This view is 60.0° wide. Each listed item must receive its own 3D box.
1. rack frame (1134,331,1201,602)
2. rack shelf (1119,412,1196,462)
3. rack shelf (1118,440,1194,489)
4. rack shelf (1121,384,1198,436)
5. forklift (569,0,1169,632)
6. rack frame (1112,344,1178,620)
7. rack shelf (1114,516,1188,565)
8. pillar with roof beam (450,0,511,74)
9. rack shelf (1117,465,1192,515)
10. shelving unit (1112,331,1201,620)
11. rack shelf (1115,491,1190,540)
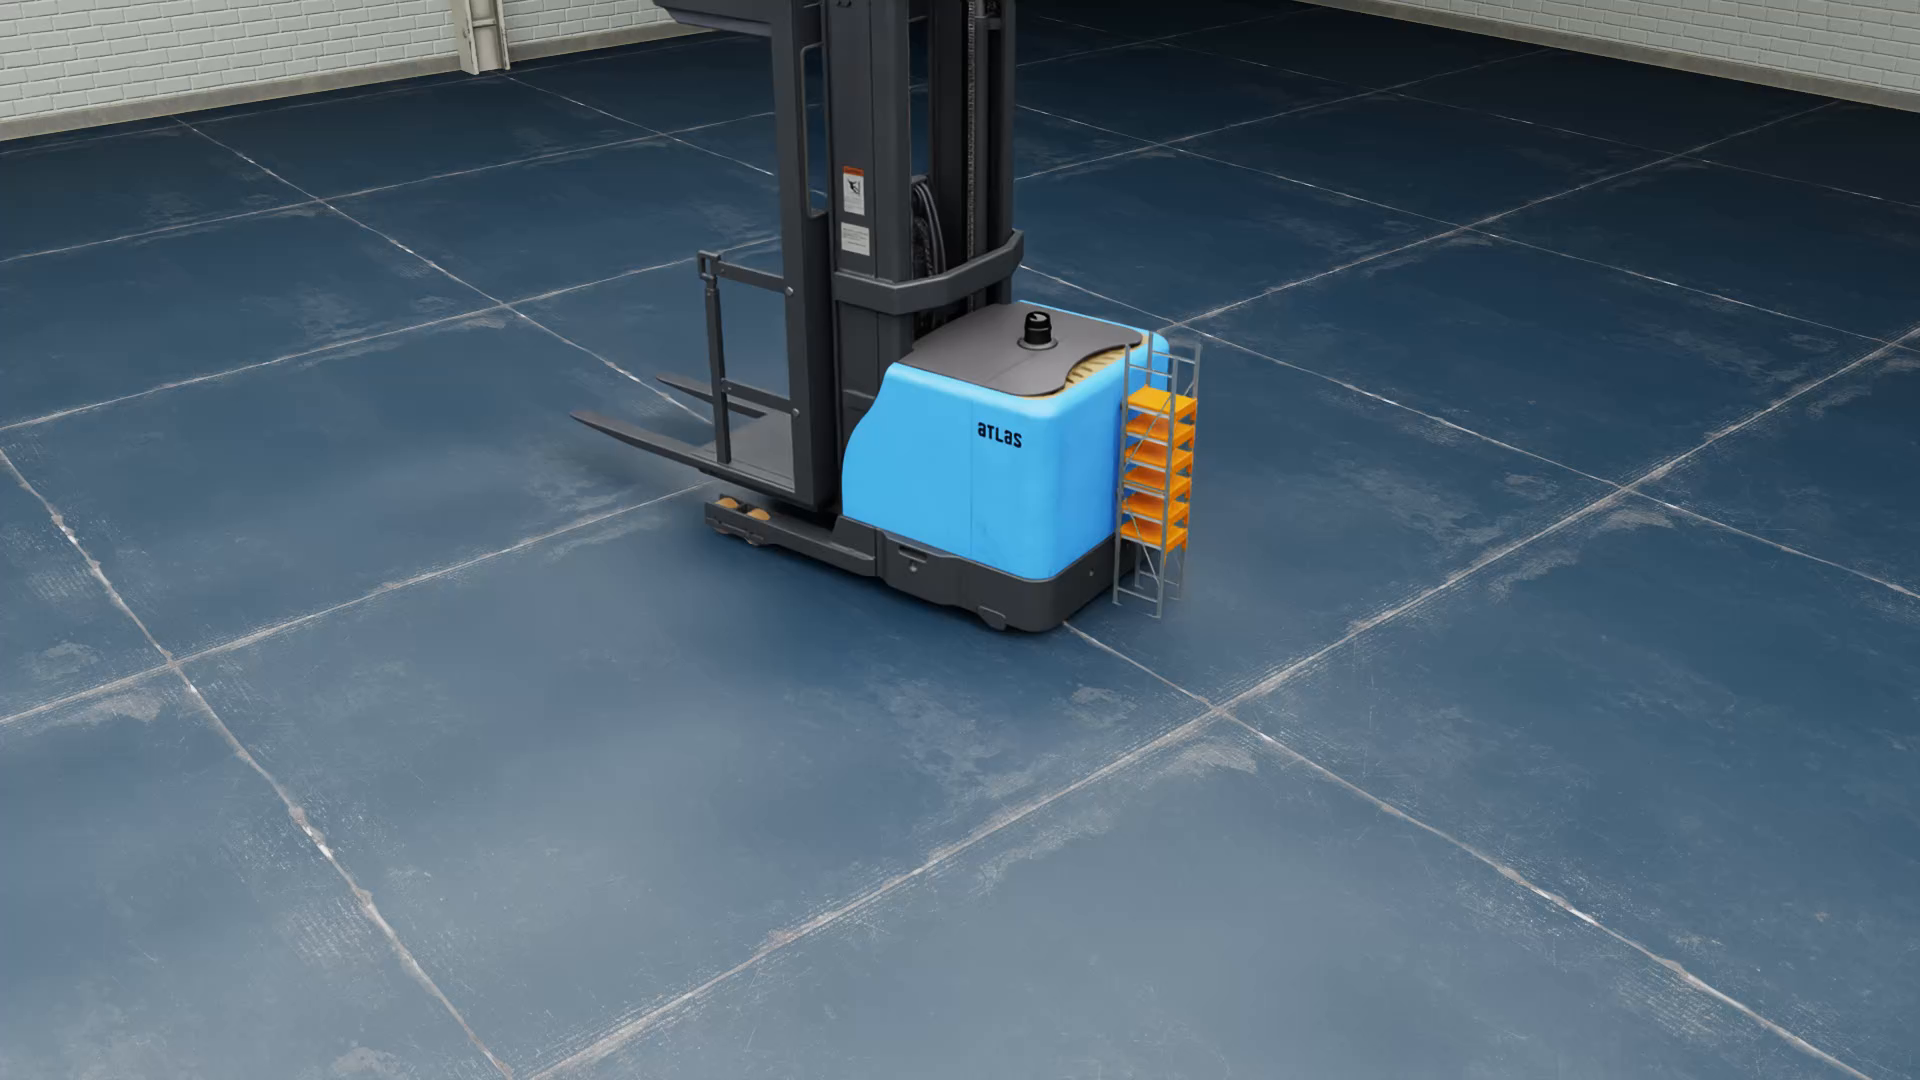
[{"bbox_3d":[0.869,-0.291,7.022,0.240,1.200,0.006,19,33,31],"label":"rack frame"},{"bbox_3d":[0.816,-0.429,6.864,0.258,0.103,0.180,19,33,31],"label":"rack shelf"},{"bbox_3d":[0.815,-0.323,6.921,0.258,0.103,0.180,19,33,31],"label":"rack shelf"},{"bbox_3d":[0.816,-0.535,6.808,0.258,0.103,0.180,19,33,31],"label":"rack shelf"},{"bbox_3d":[-0.579,-1.449,7.351,3.031,2.935,1.130,19,33,31],"label":"forklift"},{"bbox_3d":[0.762,-0.221,6.891,0.240,1.200,0.006,19,33,31],"label":"rack frame"},{"bbox_3d":[0.815,-0.006,7.091,0.258,0.103,0.180,19,33,31],"label":"rack shelf"},{"bbox_3d":[-1.912,-7.096,11.481,0.400,9.000,9.100,-22,35,-35],"label":"pillar with roof beam"},{"bbox_3d":[0.815,-0.217,6.977,0.258,0.103,0.180,19,33,31],"label":"rack shelf"},{"bbox_3d":[0.815,-0.256,6.956,0.258,1.200,0.189,19,33,31],"label":"shelving unit"},{"bbox_3d":[0.815,-0.111,7.034,0.258,0.103,0.180,19,33,31],"label":"rack shelf"}]
